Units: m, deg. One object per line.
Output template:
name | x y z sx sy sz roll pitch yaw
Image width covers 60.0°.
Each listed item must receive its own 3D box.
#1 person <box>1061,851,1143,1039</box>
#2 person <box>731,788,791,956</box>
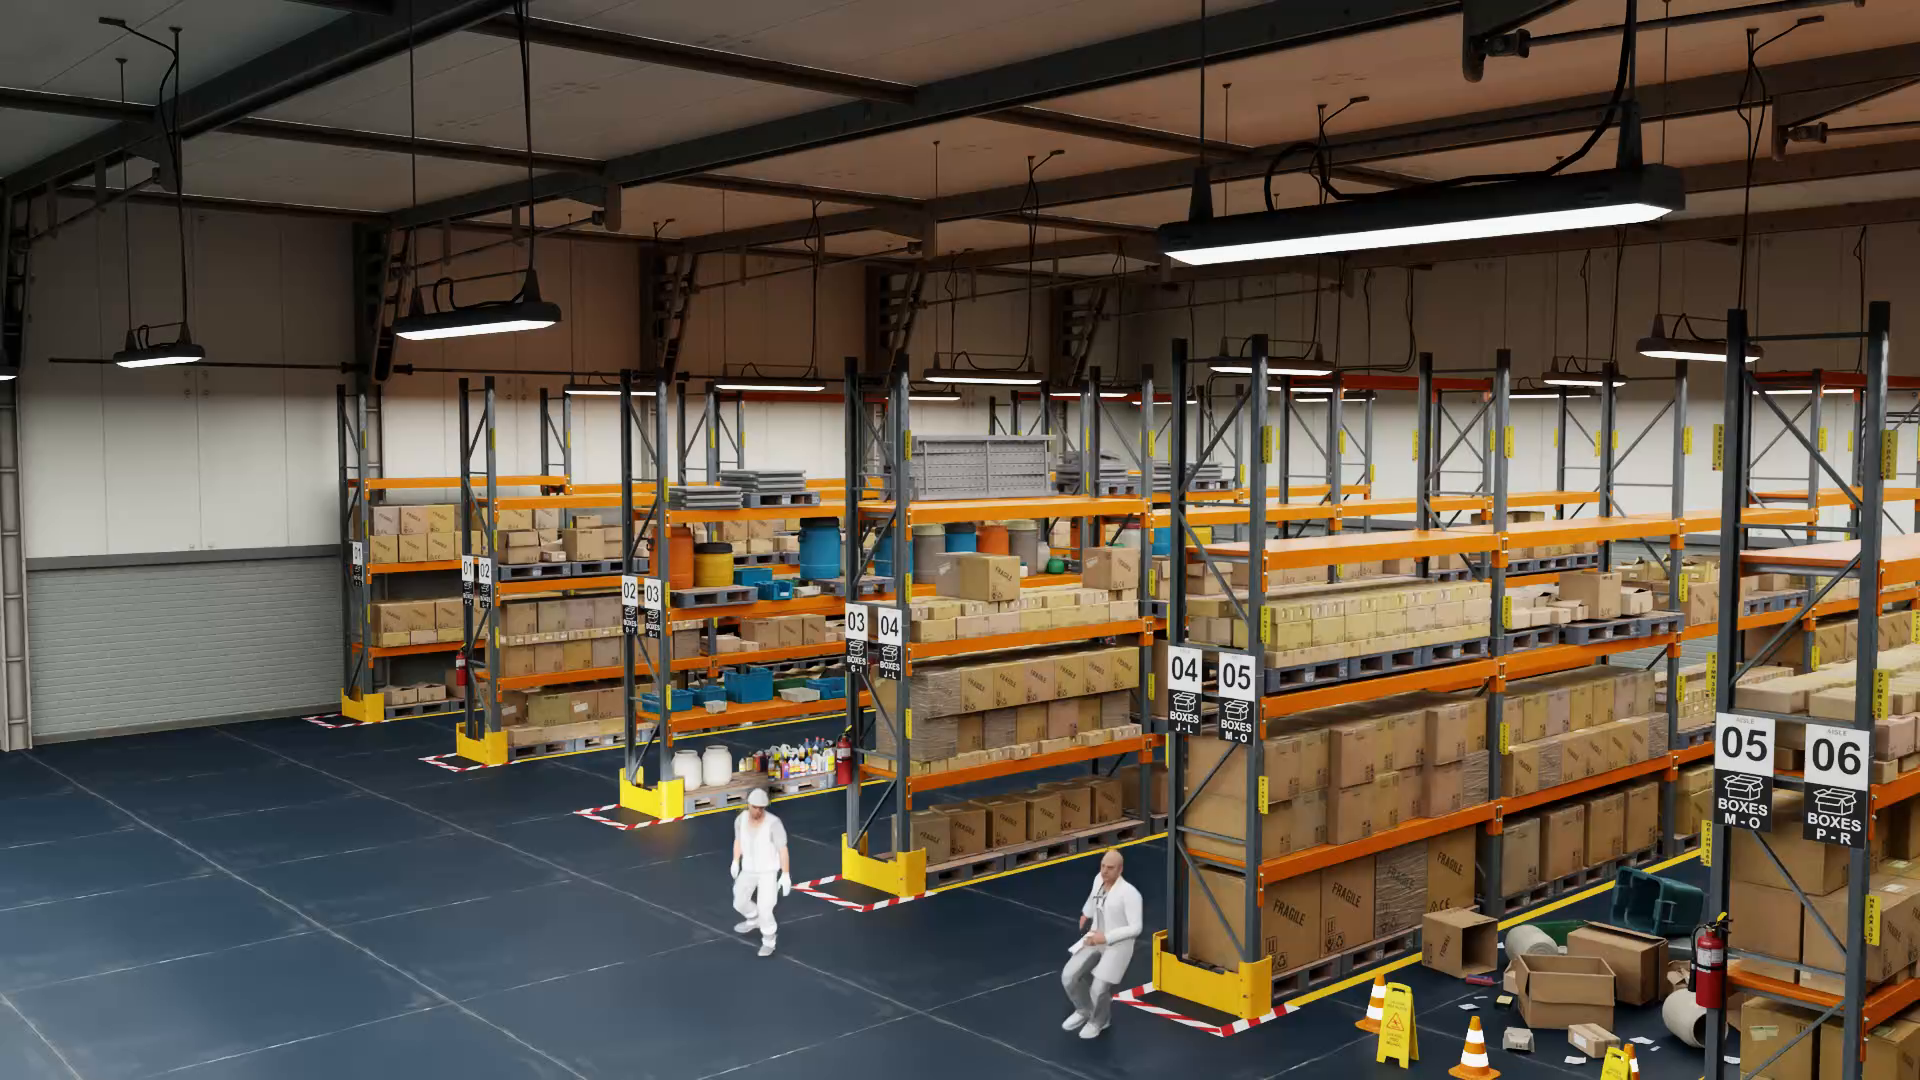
person | 1.189 3.423 13.959 0.878 1.693 0.755 3 5 39
person | -1.987 3.241 16.500 0.869 1.672 0.796 2 4 23
